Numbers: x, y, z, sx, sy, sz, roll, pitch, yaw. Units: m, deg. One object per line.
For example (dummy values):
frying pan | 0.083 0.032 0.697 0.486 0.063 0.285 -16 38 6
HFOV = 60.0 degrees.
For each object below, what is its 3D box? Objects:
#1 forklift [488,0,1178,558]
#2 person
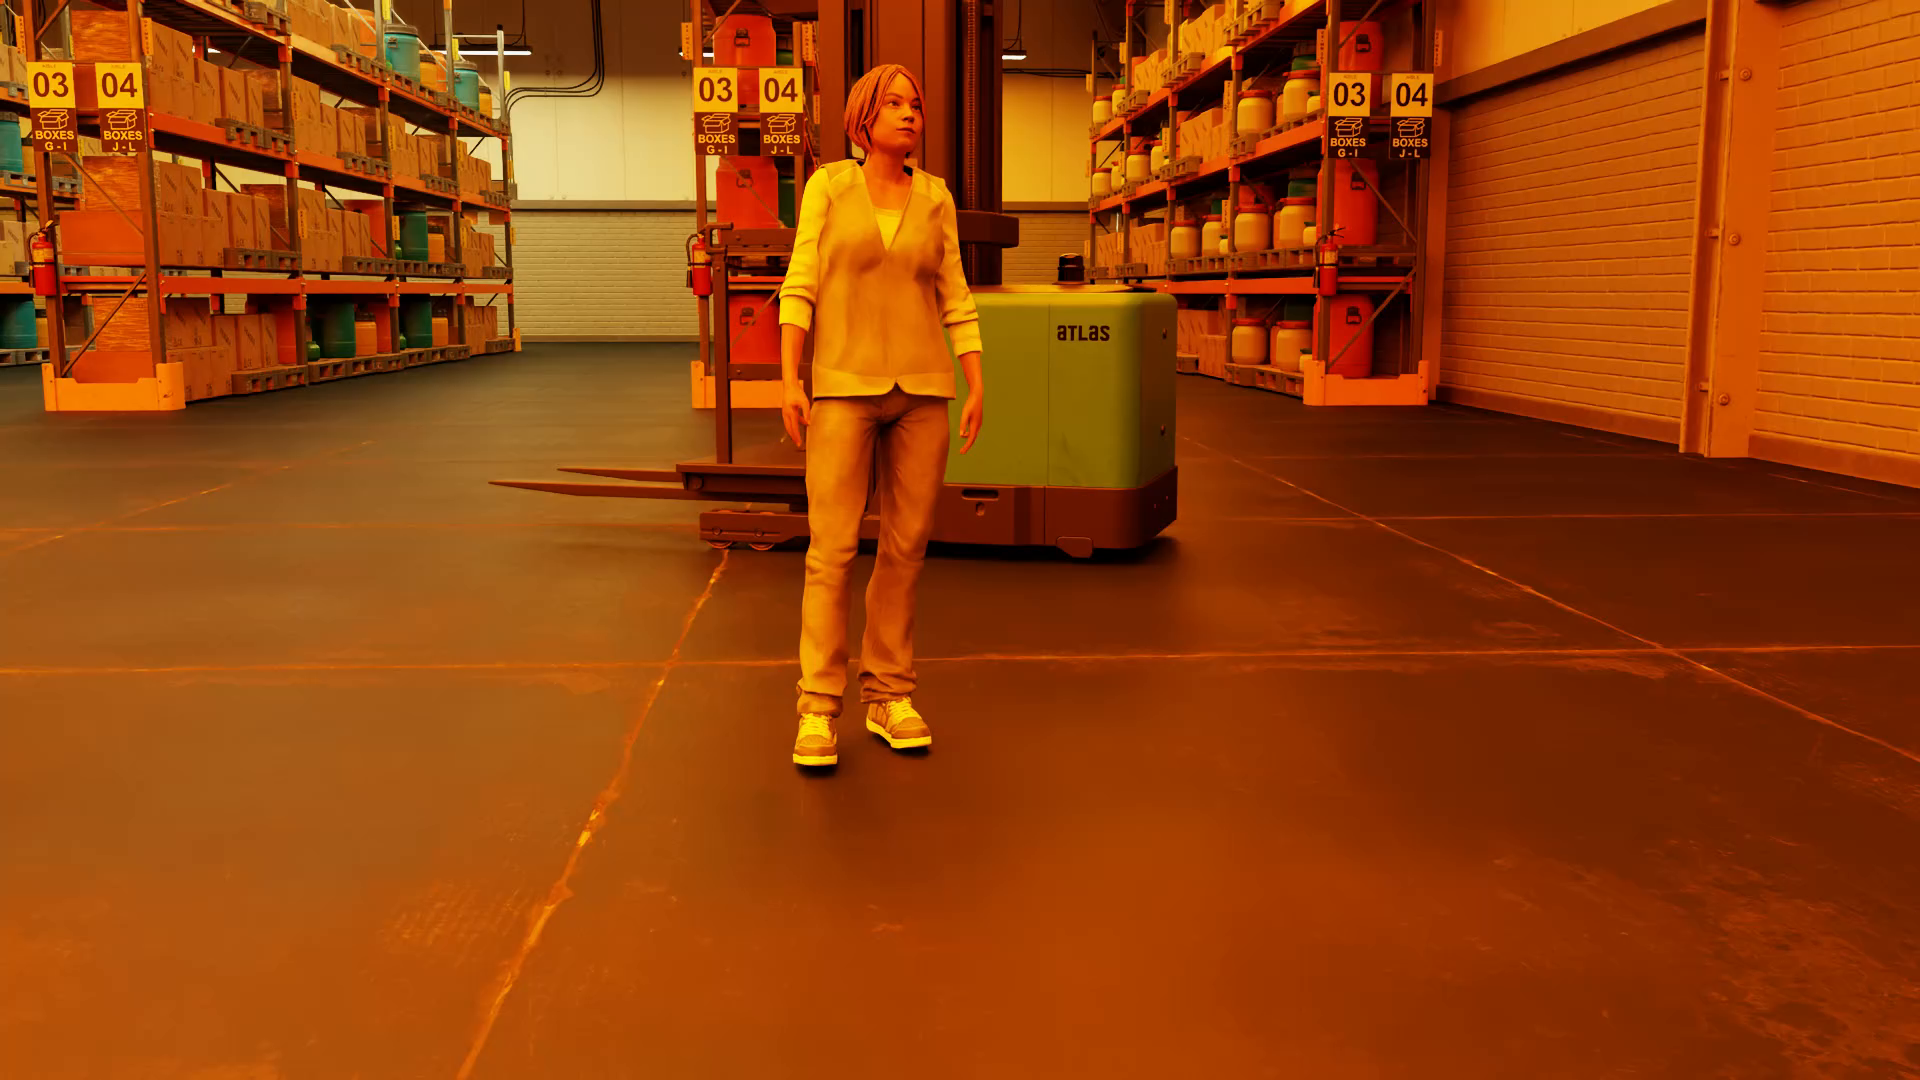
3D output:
forklift | -0.602 -1.476 7.271 3.031 2.935 1.130 2 9 16
person | -0.173 -0.306 3.884 0.521 1.600 0.472 -3 9 -17
